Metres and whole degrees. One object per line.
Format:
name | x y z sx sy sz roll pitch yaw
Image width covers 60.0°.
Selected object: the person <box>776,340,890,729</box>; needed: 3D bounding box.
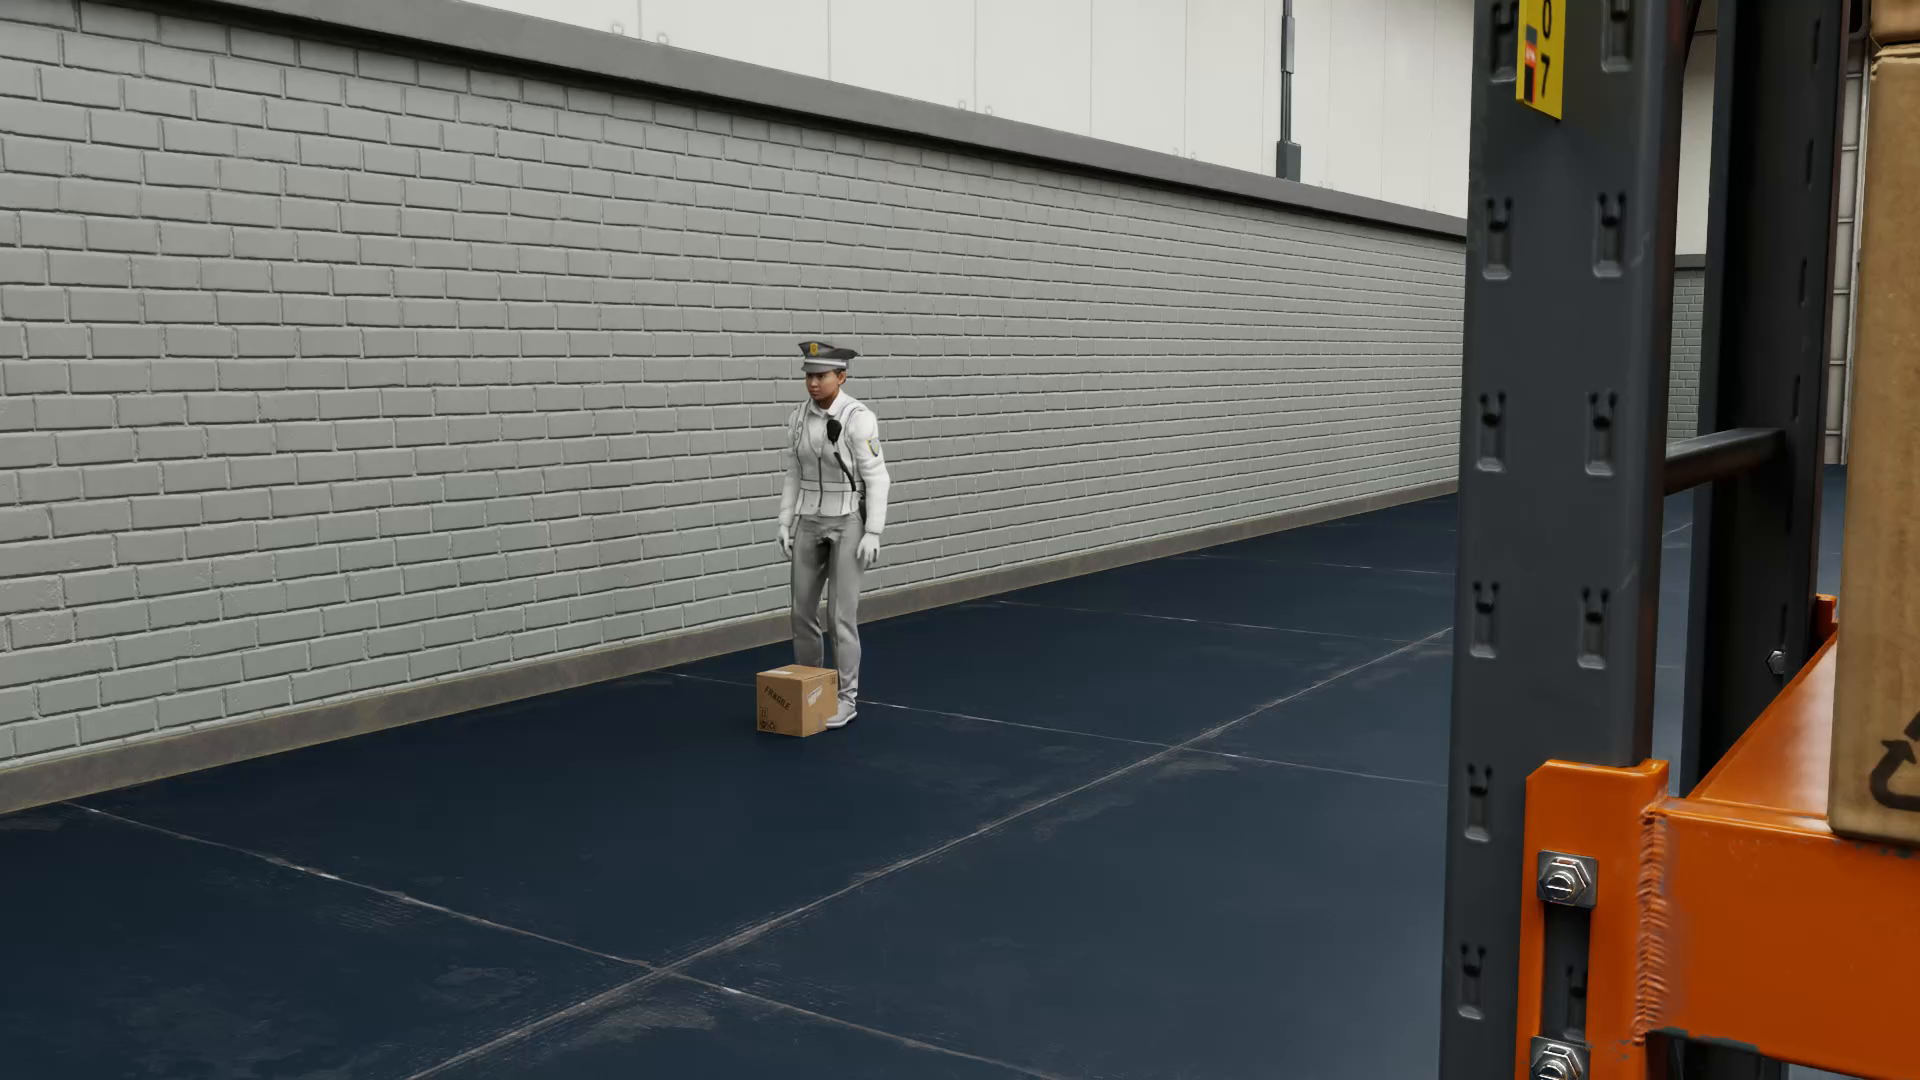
person | -0.576 -0.033 7.267 0.547 1.666 0.411 4 7 30
